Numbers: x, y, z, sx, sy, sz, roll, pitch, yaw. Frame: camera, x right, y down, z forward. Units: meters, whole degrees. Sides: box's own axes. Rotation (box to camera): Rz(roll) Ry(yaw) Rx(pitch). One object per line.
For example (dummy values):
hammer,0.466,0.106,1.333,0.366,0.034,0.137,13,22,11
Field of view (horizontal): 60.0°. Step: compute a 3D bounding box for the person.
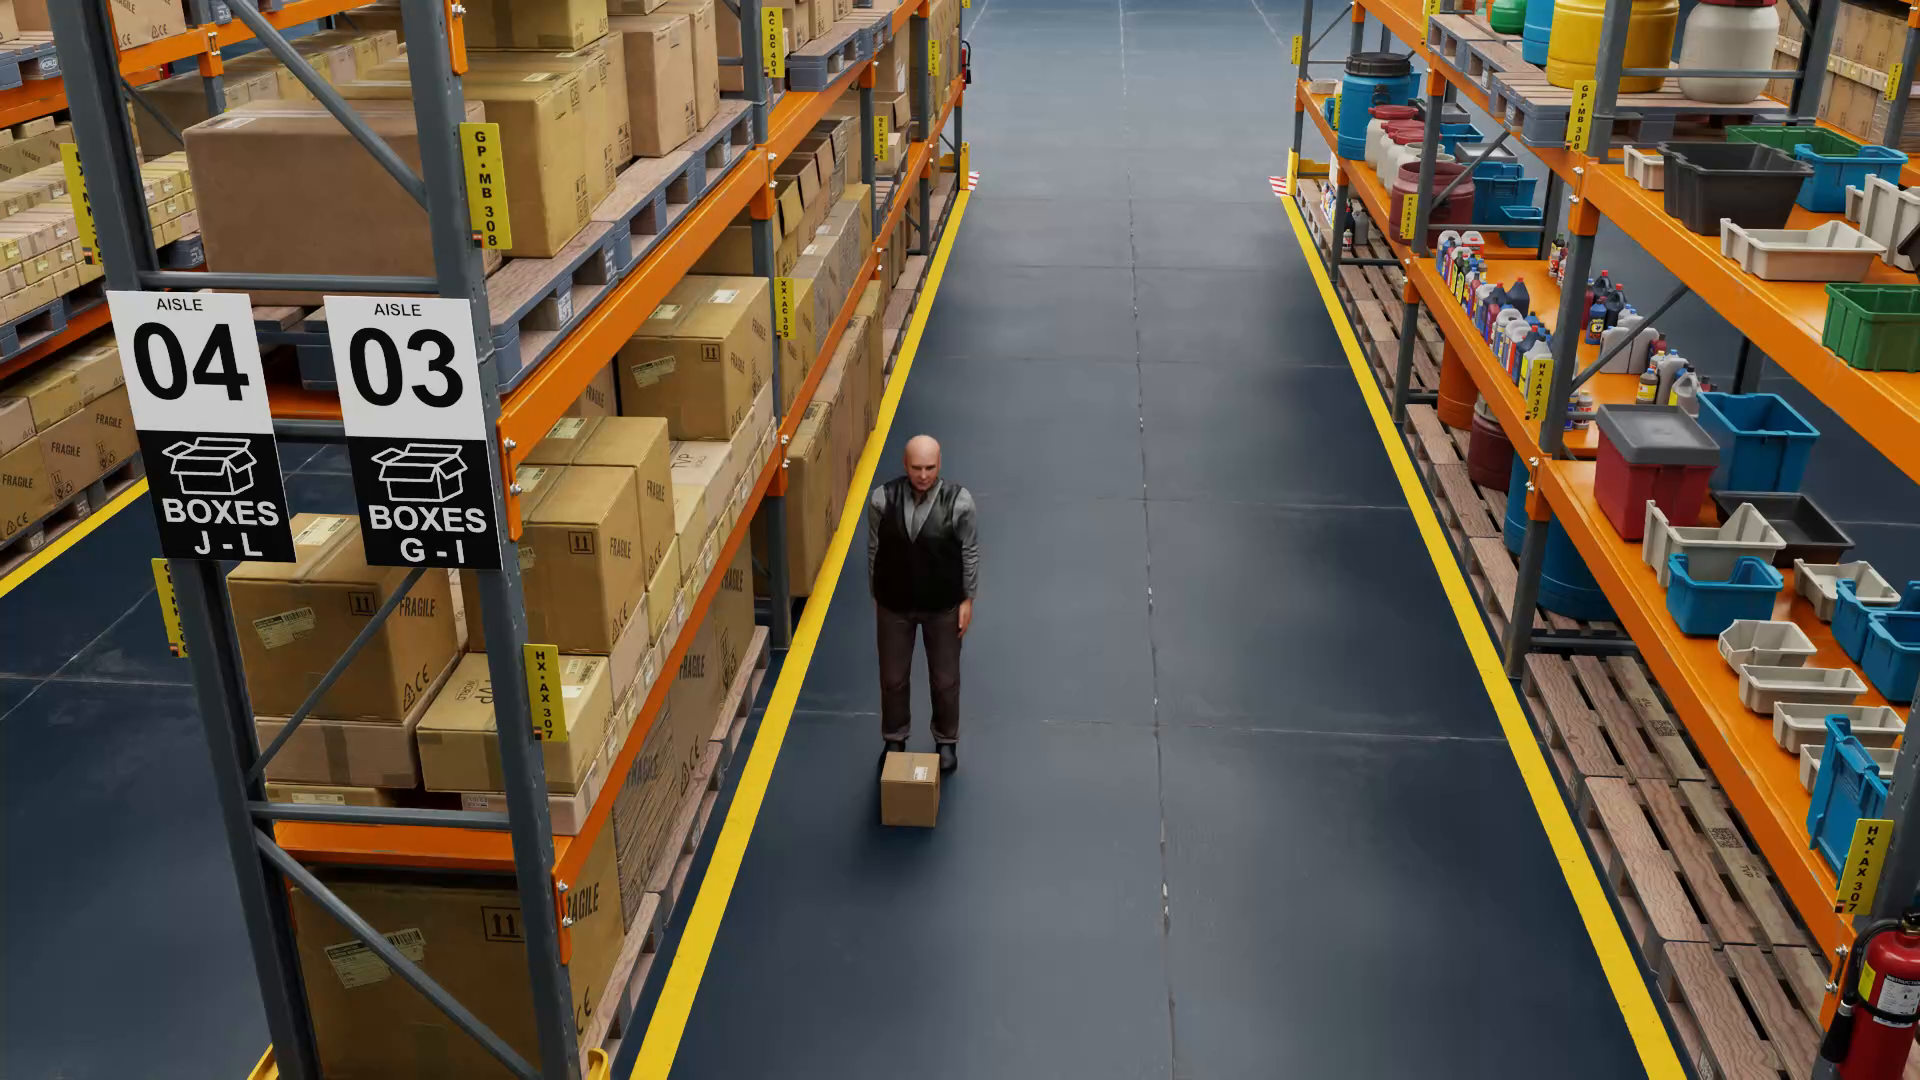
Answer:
person,-0.176,0.311,7.960,0.533,1.717,0.359,2,24,5
